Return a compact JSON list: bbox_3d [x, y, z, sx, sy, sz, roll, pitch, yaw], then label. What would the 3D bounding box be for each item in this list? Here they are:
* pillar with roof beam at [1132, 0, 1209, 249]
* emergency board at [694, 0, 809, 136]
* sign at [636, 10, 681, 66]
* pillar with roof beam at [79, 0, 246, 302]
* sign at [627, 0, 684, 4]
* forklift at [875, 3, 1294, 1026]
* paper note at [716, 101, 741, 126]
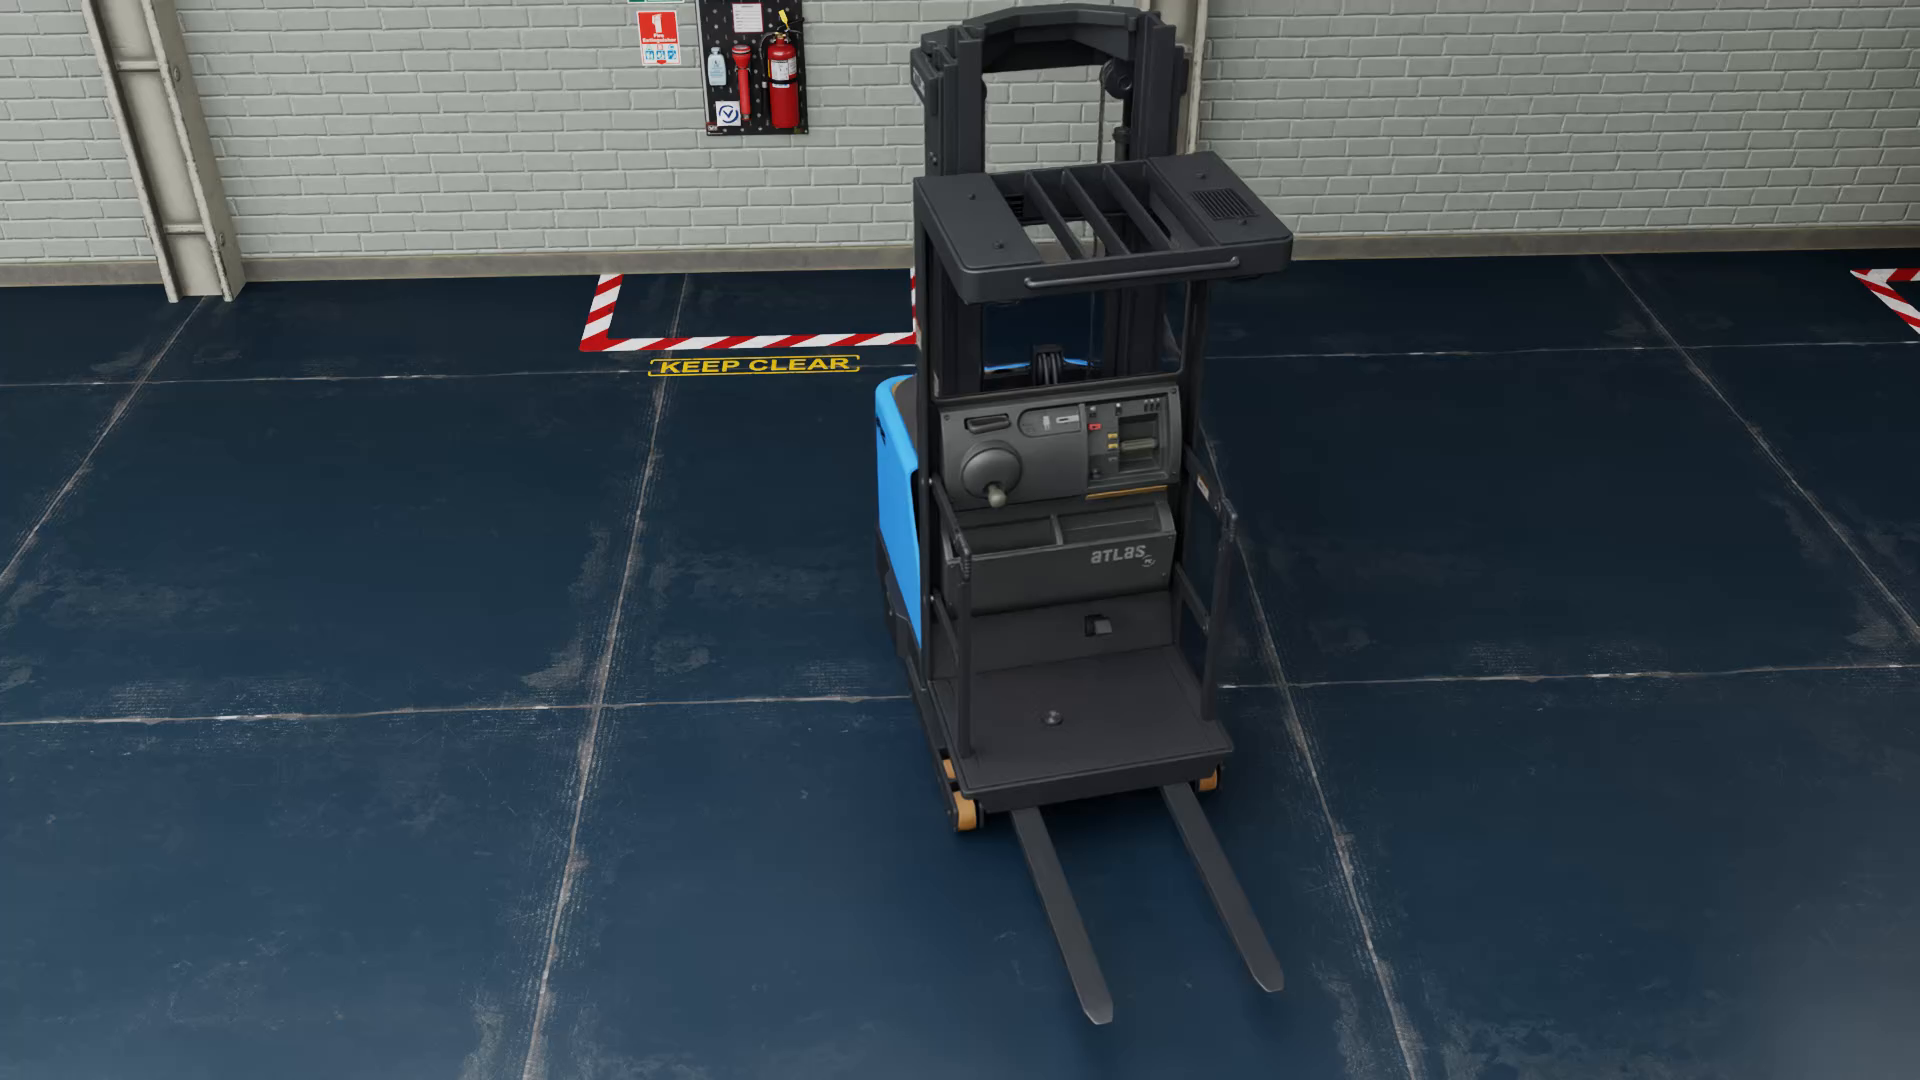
[{"bbox_3d":[1.440,-2.994,4.668,0.400,9.000,9.100,-2,35,-2],"label":"pillar with roof beam"},{"bbox_3d":[-1.234,-2.929,9.847,0.643,1.169,0.194,-2,35,-2],"label":"emergency board"},{"bbox_3d":[-1.791,-2.988,9.900,0.234,0.329,0.001,-2,35,-2],"label":"sign"},{"bbox_3d":[-4.553,-2.832,4.435,0.400,9.000,9.100,-2,35,-2],"label":"pillar with roof beam"},{"bbox_3d":[-1.786,-3.200,9.742,0.331,0.109,0.001,-2,35,-2],"label":"sign"},{"bbox_3d":[0.437,-0.291,6.095,1.130,2.935,3.031,-7,35,-11],"label":"forklift"},{"bbox_3d":[-1.414,-2.601,10.147,0.142,0.148,0.016,-2,35,-2],"label":"paper note"}]
